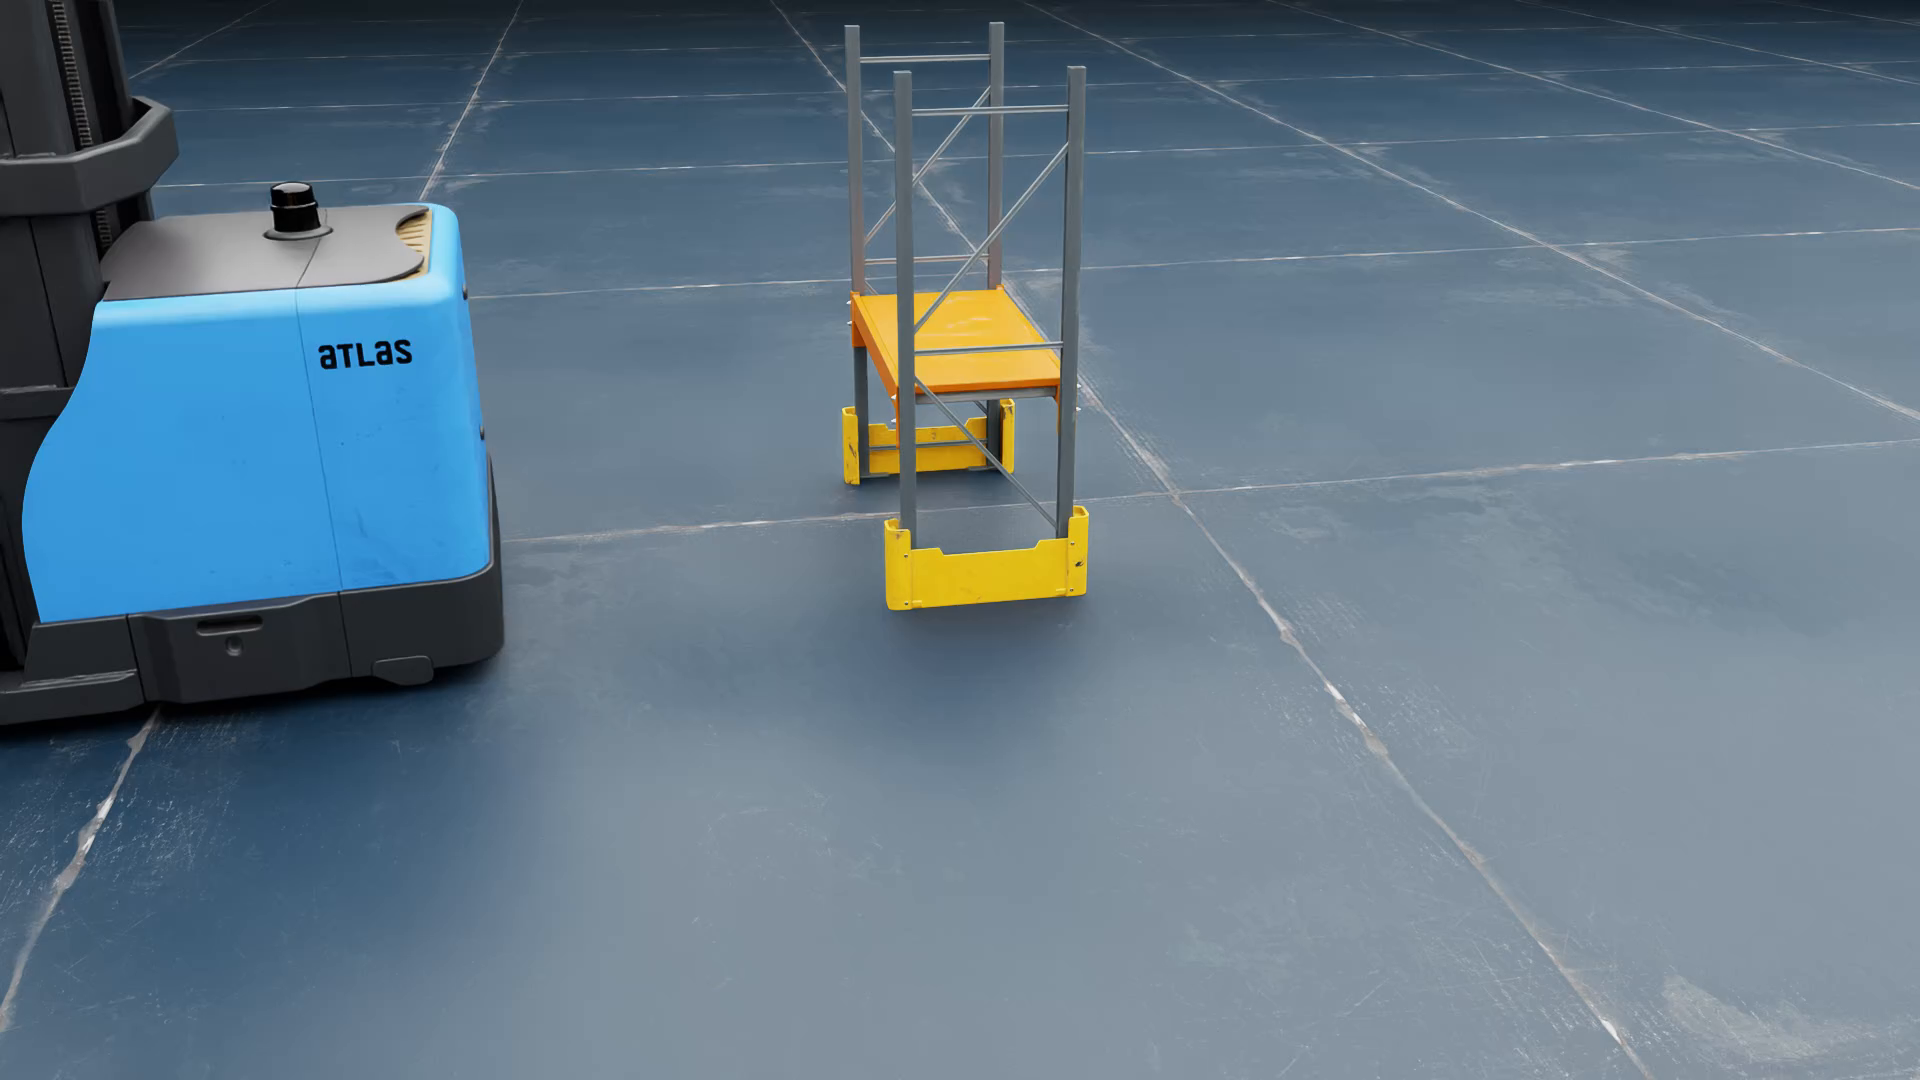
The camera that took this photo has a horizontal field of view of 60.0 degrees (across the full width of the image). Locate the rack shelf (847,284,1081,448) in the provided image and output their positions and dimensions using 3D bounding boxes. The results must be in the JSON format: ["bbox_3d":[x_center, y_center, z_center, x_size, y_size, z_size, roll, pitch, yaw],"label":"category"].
[{"bbox_3d":[-0.016,-0.556,5.099,0.538,0.185,1.000,-4,24,-10],"label":"rack shelf"}]

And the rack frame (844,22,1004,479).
[{"bbox_3d":[-0.110,-0.921,5.484,0.500,1.500,0.032,-4,24,-10],"label":"rack frame"}]

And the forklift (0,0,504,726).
[{"bbox_3d":[-2.790,-1.007,3.894,3.031,2.935,1.130,-6,24,-14],"label":"forklift"}]

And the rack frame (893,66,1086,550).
[{"bbox_3d":[0.078,-0.521,4.569,0.500,1.500,0.032,-4,24,-10],"label":"rack frame"}]

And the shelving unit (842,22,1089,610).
[{"bbox_3d":[-0.014,-0.717,5.018,0.587,1.500,1.083,-4,24,-10],"label":"shelving unit"}]

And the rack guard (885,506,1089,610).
[{"bbox_3d":[0.078,0.051,4.820,0.587,0.250,0.087,-4,24,-10],"label":"rack guard"}]

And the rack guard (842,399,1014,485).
[{"bbox_3d":[-0.106,-0.340,5.717,0.587,0.250,0.087,-4,24,-10],"label":"rack guard"}]
